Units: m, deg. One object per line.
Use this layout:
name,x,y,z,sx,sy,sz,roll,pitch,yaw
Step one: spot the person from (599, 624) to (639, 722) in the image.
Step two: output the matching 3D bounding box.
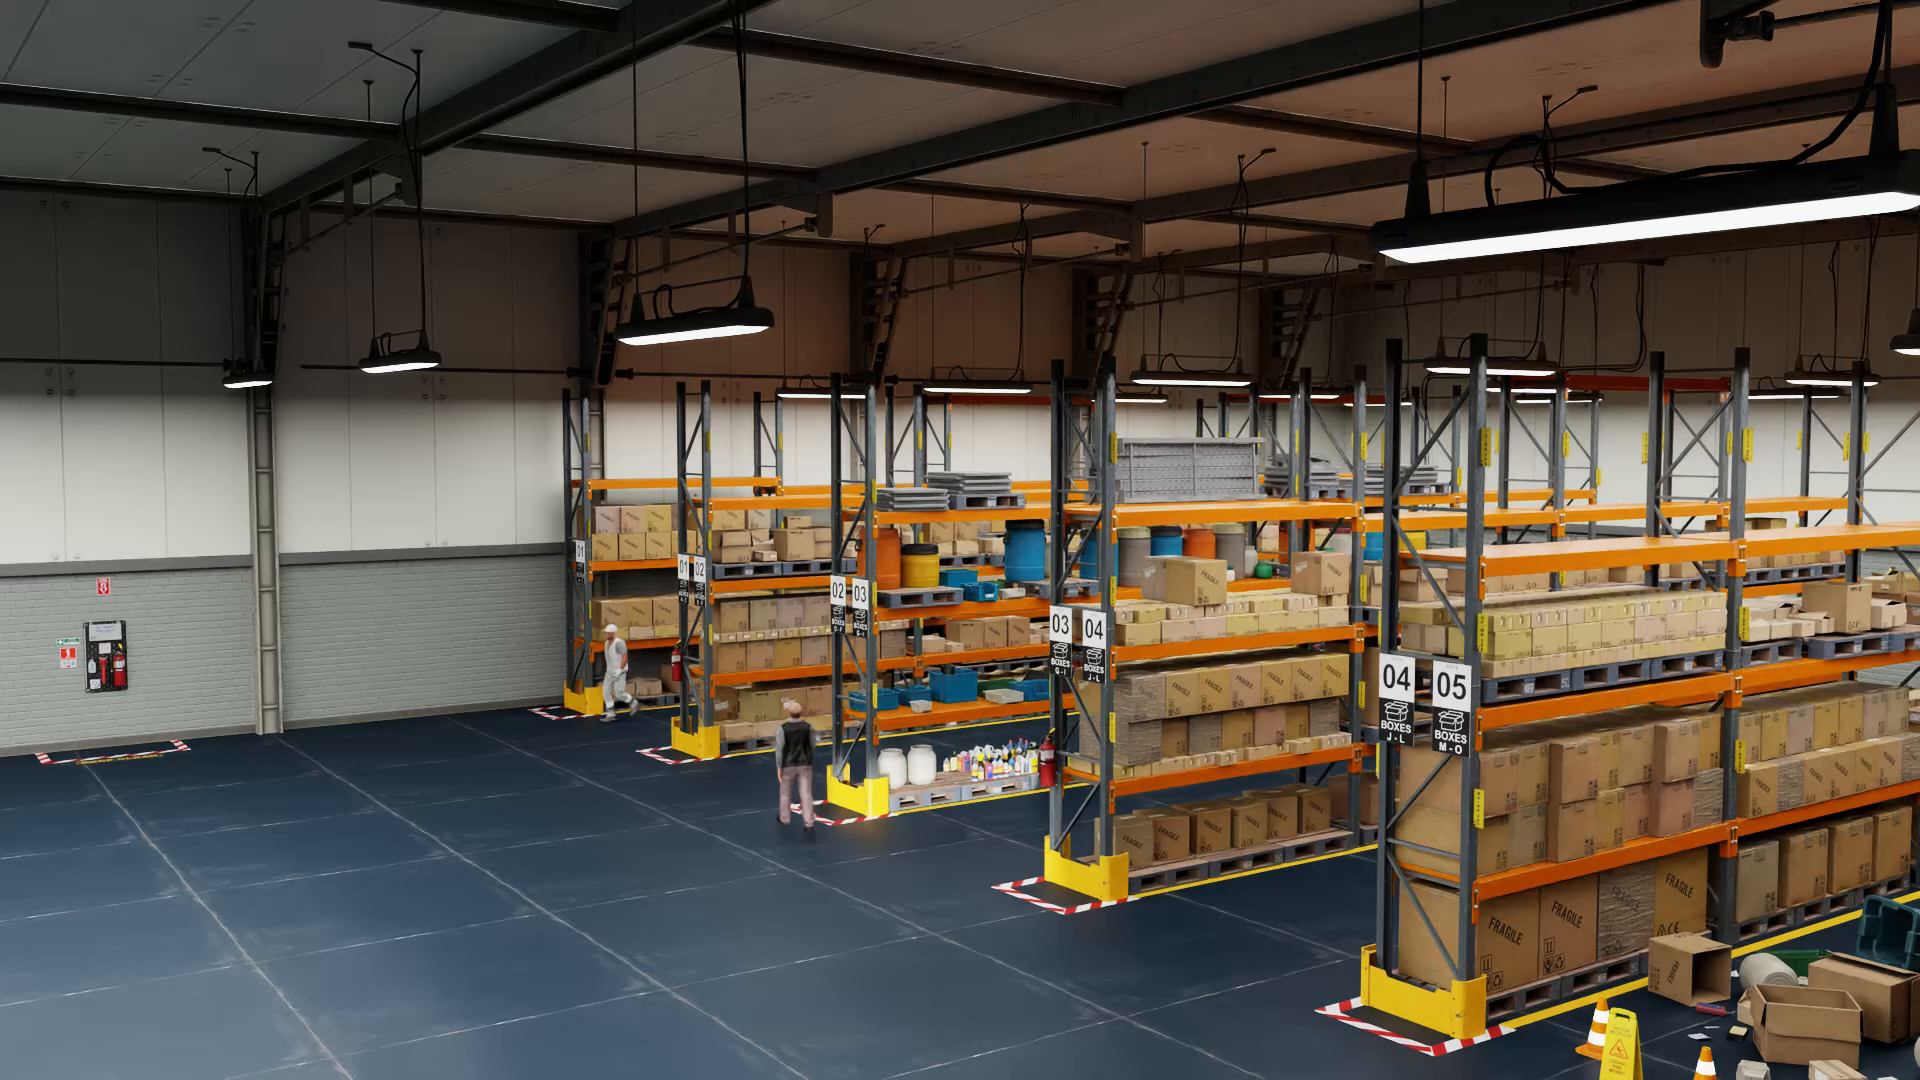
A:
person,-6.130,2.373,29.894,0.620,1.762,0.717,3,5,41

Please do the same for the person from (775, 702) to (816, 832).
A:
person,-2.140,2.939,21.578,0.552,1.674,1.070,-1,4,-18

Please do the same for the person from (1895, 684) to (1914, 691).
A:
person,13.237,2.830,23.359,1.041,1.619,0.479,-2,4,-34
